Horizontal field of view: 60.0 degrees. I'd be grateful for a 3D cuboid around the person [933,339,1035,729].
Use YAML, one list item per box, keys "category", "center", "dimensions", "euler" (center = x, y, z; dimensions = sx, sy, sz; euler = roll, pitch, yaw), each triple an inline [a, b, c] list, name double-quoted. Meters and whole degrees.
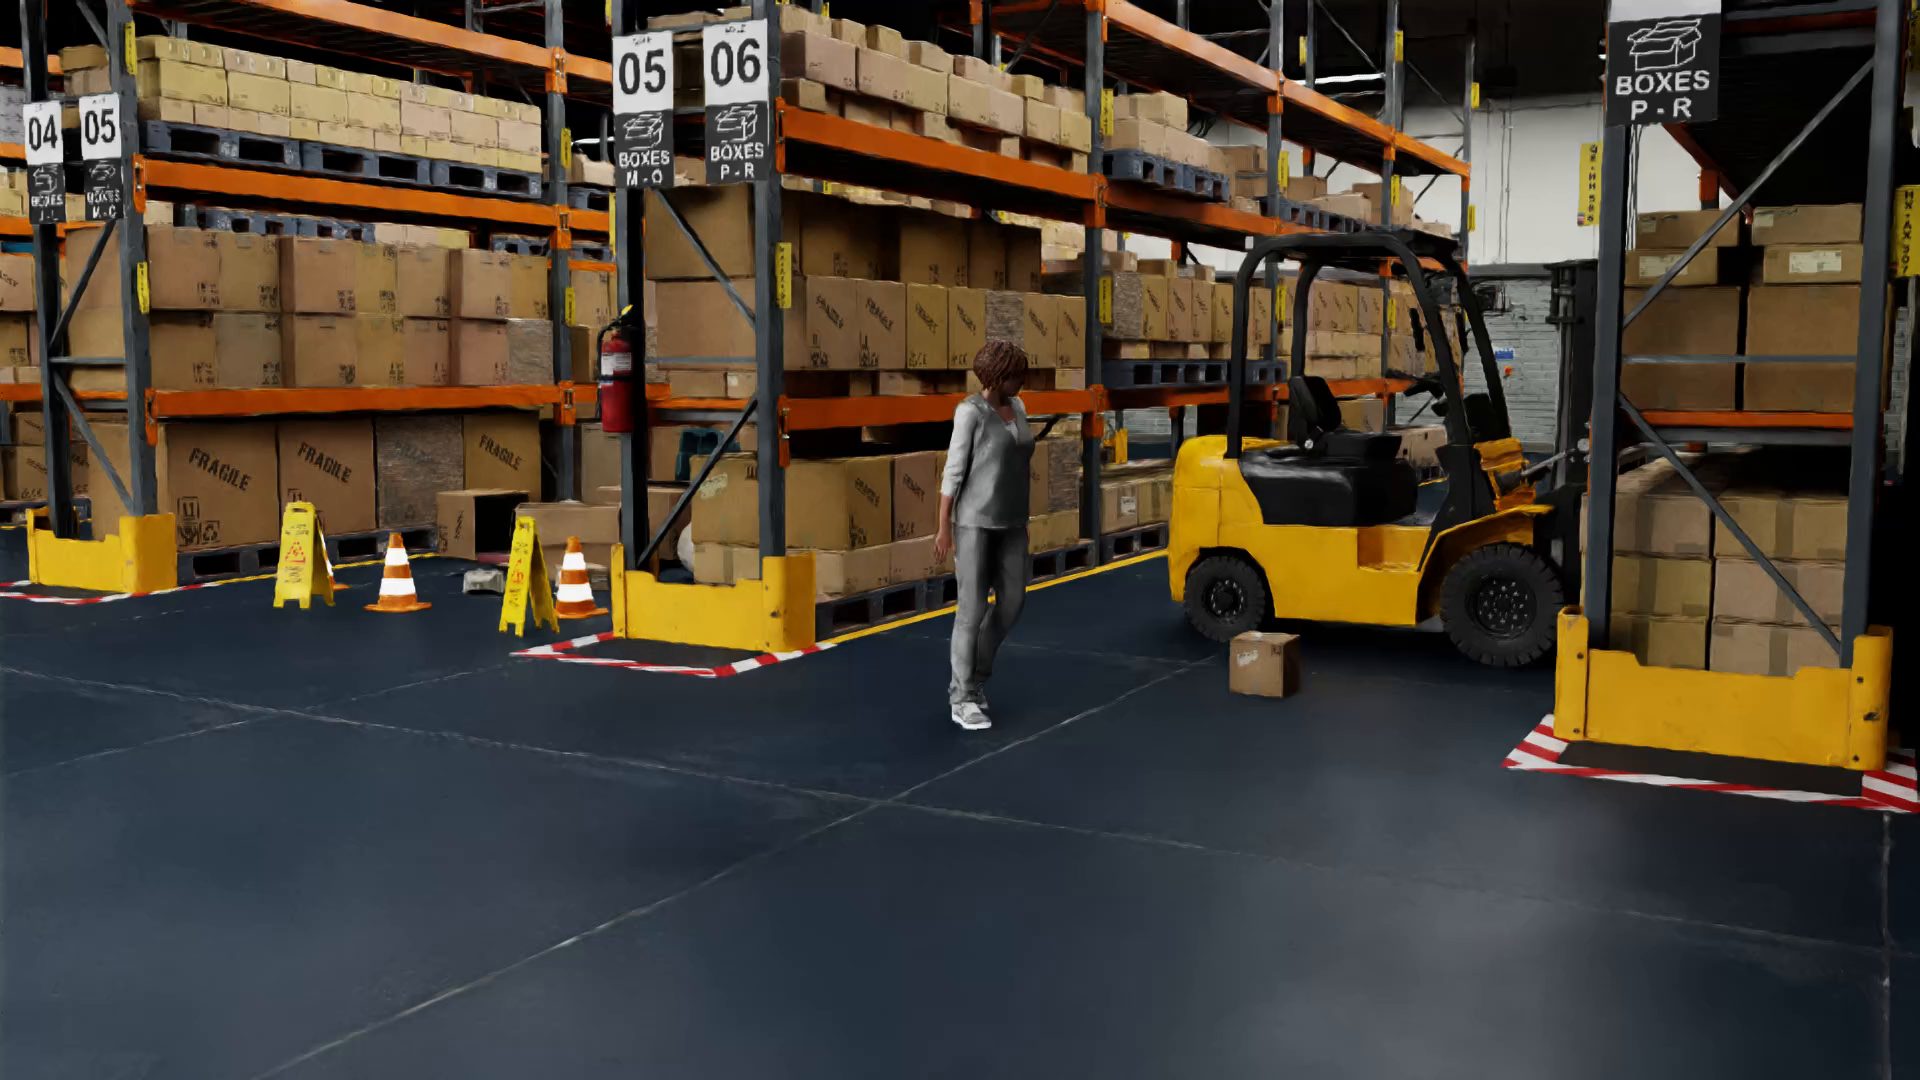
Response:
- category: "person"
  center: [0.110, -0.038, 6.977]
  dimensions: [0.485, 1.589, 0.440]
  euler: [-6, 8, -42]
